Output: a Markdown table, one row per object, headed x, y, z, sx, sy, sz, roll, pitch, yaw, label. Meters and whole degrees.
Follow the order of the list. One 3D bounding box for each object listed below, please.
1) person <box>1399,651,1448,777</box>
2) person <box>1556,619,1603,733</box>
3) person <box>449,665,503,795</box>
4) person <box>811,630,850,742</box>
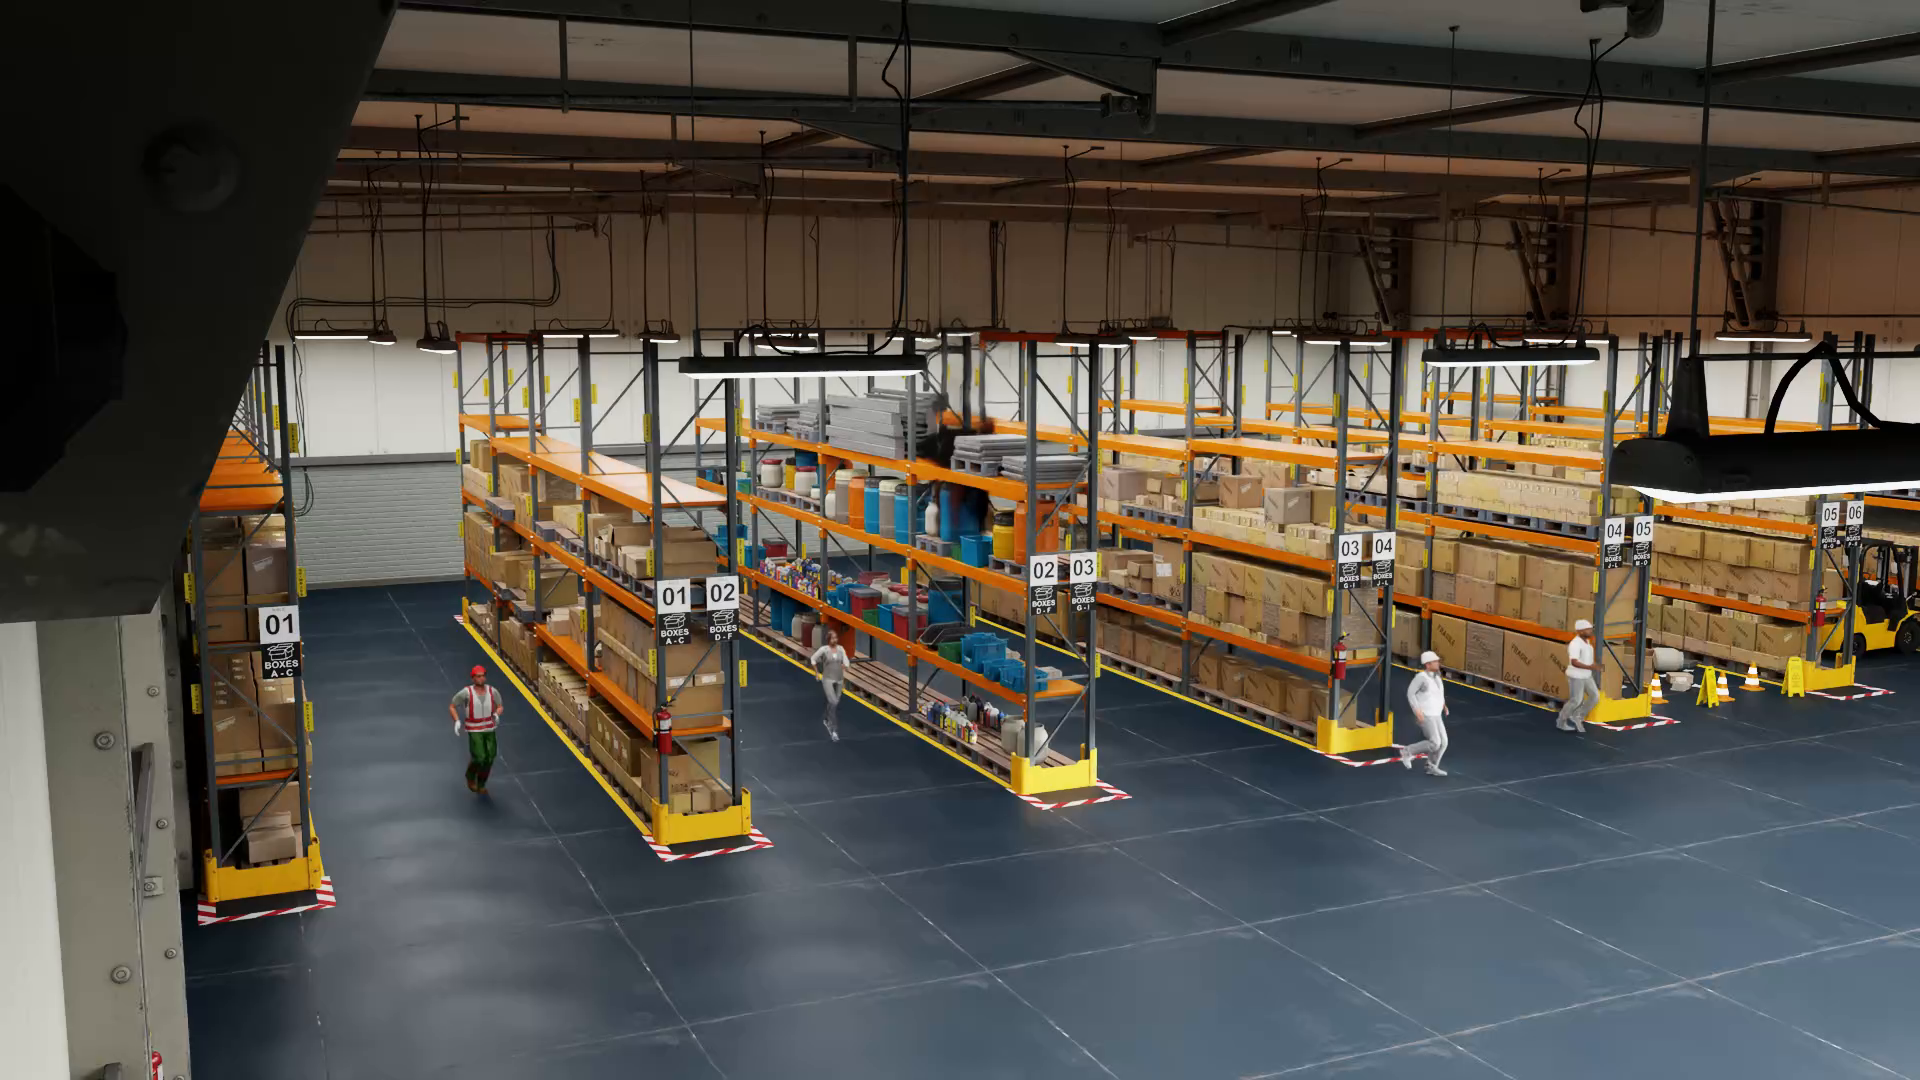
| x | y | z | sx | sy | sz | roll | pitch | yaw | label |
| --- | --- | --- | --- | --- | --- | --- | --- | --- | --- |
| 6.490 | 2.399 | 23.028 | 0.594 | 1.724 | 0.721 | 6 | 10 | 36 | person |
| 9.442 | 2.080 | 25.228 | 0.692 | 1.780 | 0.721 | 7 | 10 | 41 | person |
| -6.287 | 2.518 | 21.856 | 0.664 | 1.739 | 0.603 | -6 | 10 | -37 | person |
| -1.931 | 2.169 | 25.042 | 0.511 | 1.639 | 0.735 | -5 | 9 | -30 | person |
